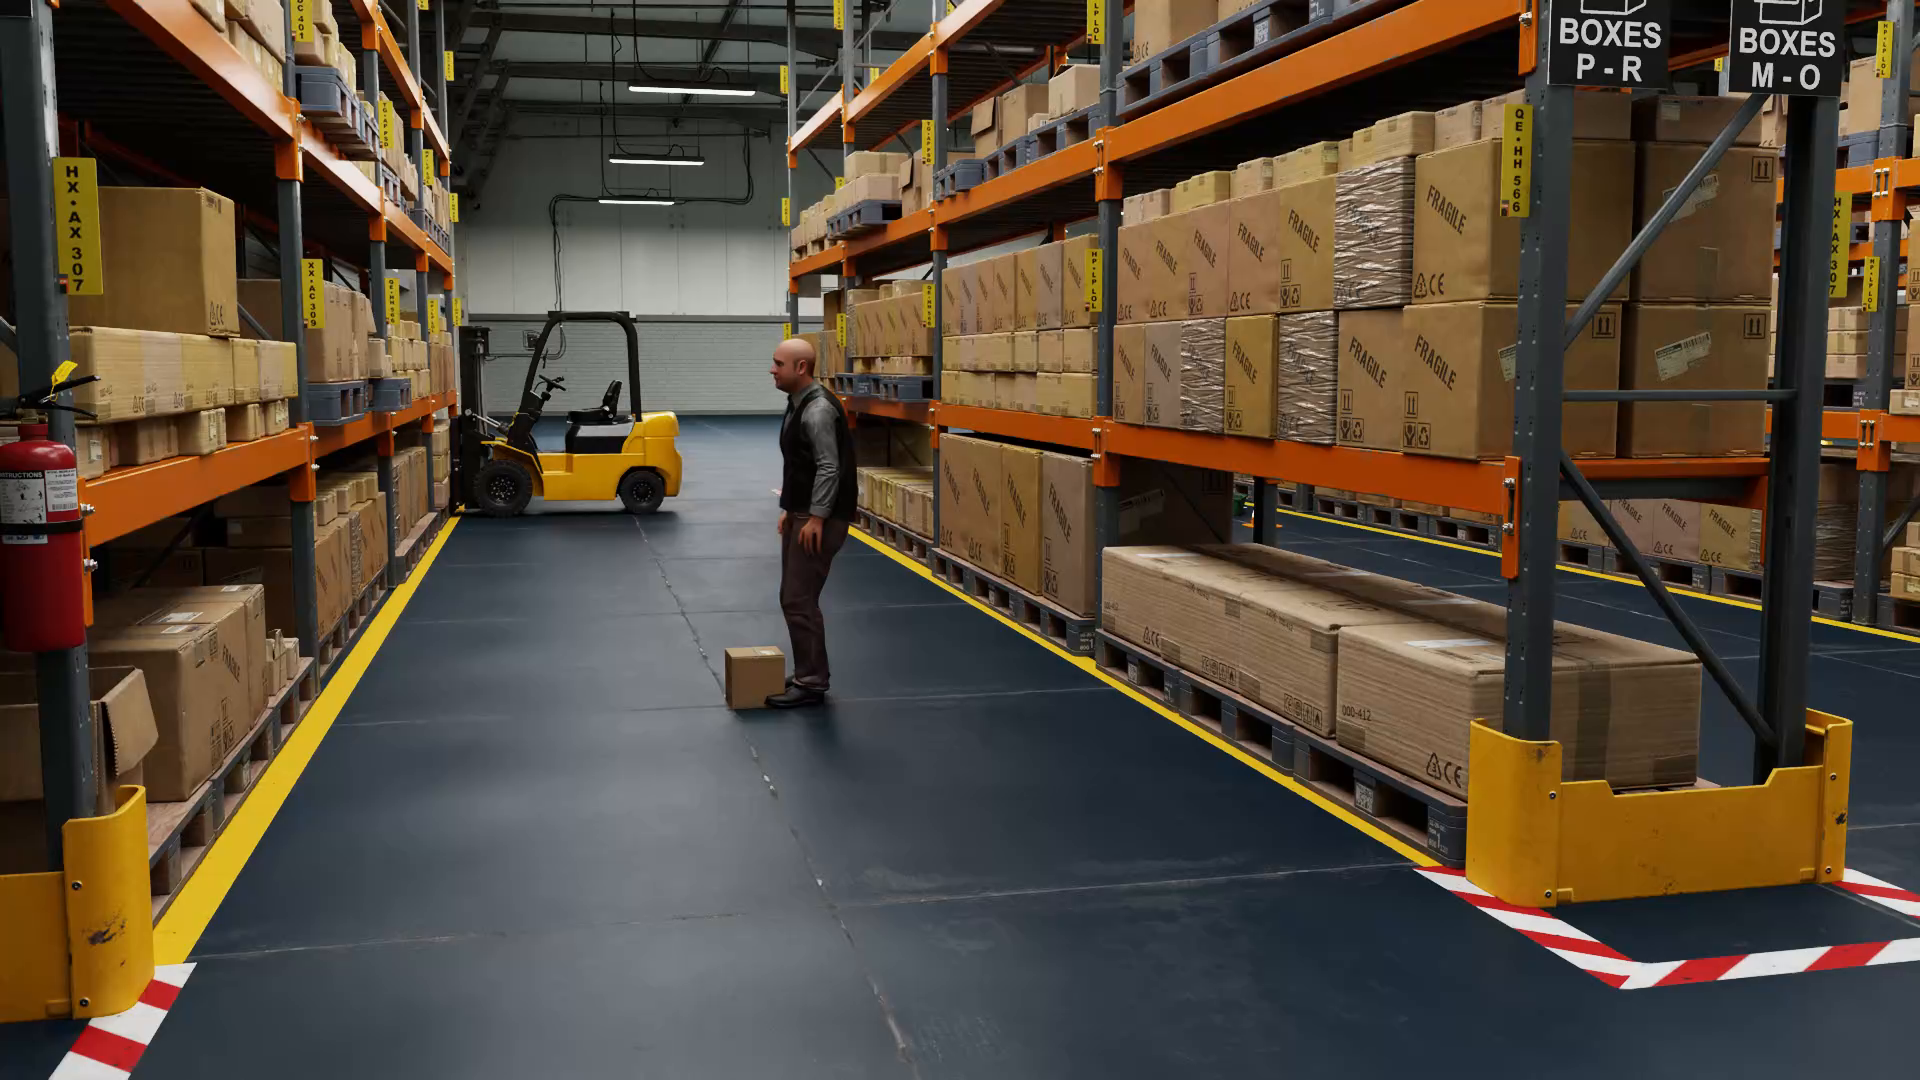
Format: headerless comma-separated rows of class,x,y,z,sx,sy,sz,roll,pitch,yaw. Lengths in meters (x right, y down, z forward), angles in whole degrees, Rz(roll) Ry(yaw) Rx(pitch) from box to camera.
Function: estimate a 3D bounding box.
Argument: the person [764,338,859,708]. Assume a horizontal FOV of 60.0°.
person,-0.725,-0.086,7.866,0.469,1.721,0.594,-2,6,-17
